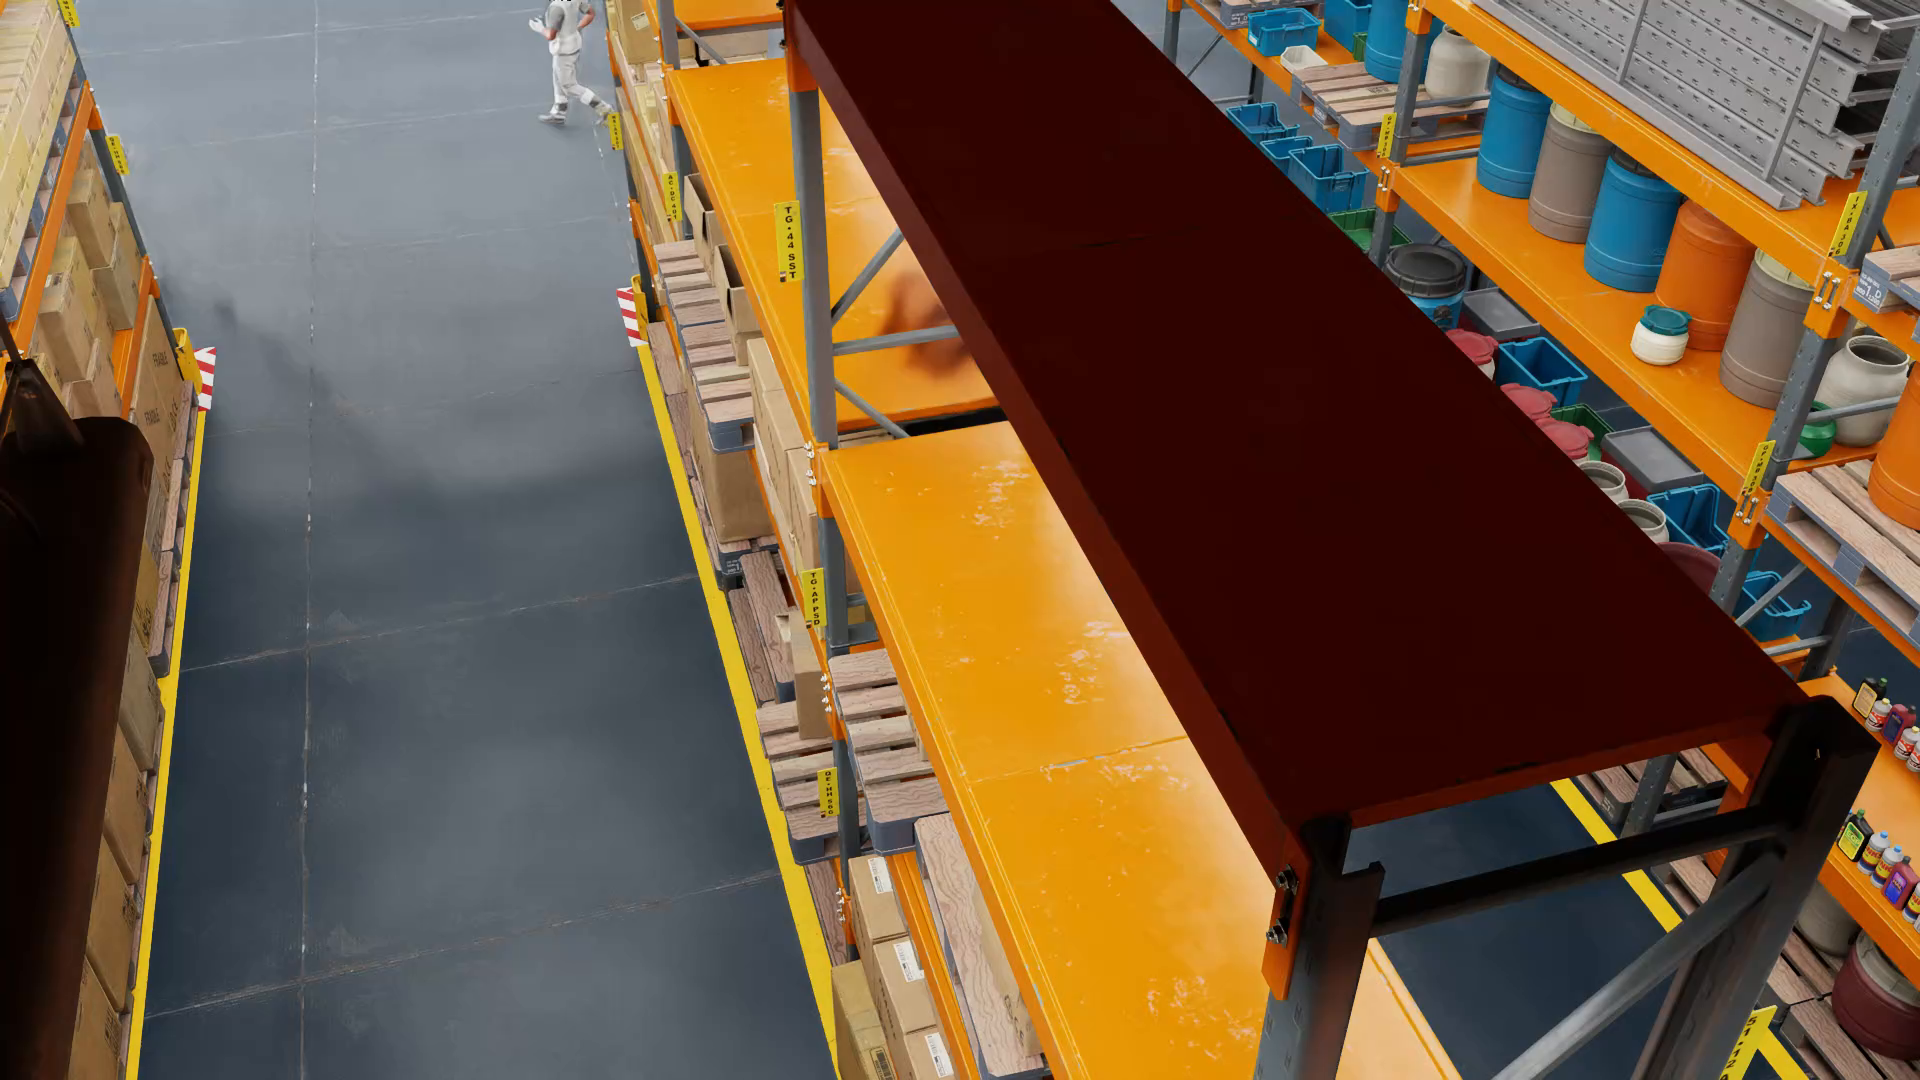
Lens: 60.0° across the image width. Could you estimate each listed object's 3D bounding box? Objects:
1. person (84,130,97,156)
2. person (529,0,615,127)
[{"bbox_3d":[-8.446,-3.420,15.759,0.526,1.736,0.667,28,46,31],"label":"person"},{"bbox_3d":[-4.269,-5.324,18.089,0.985,1.768,0.665,8,39,10],"label":"person"}]
